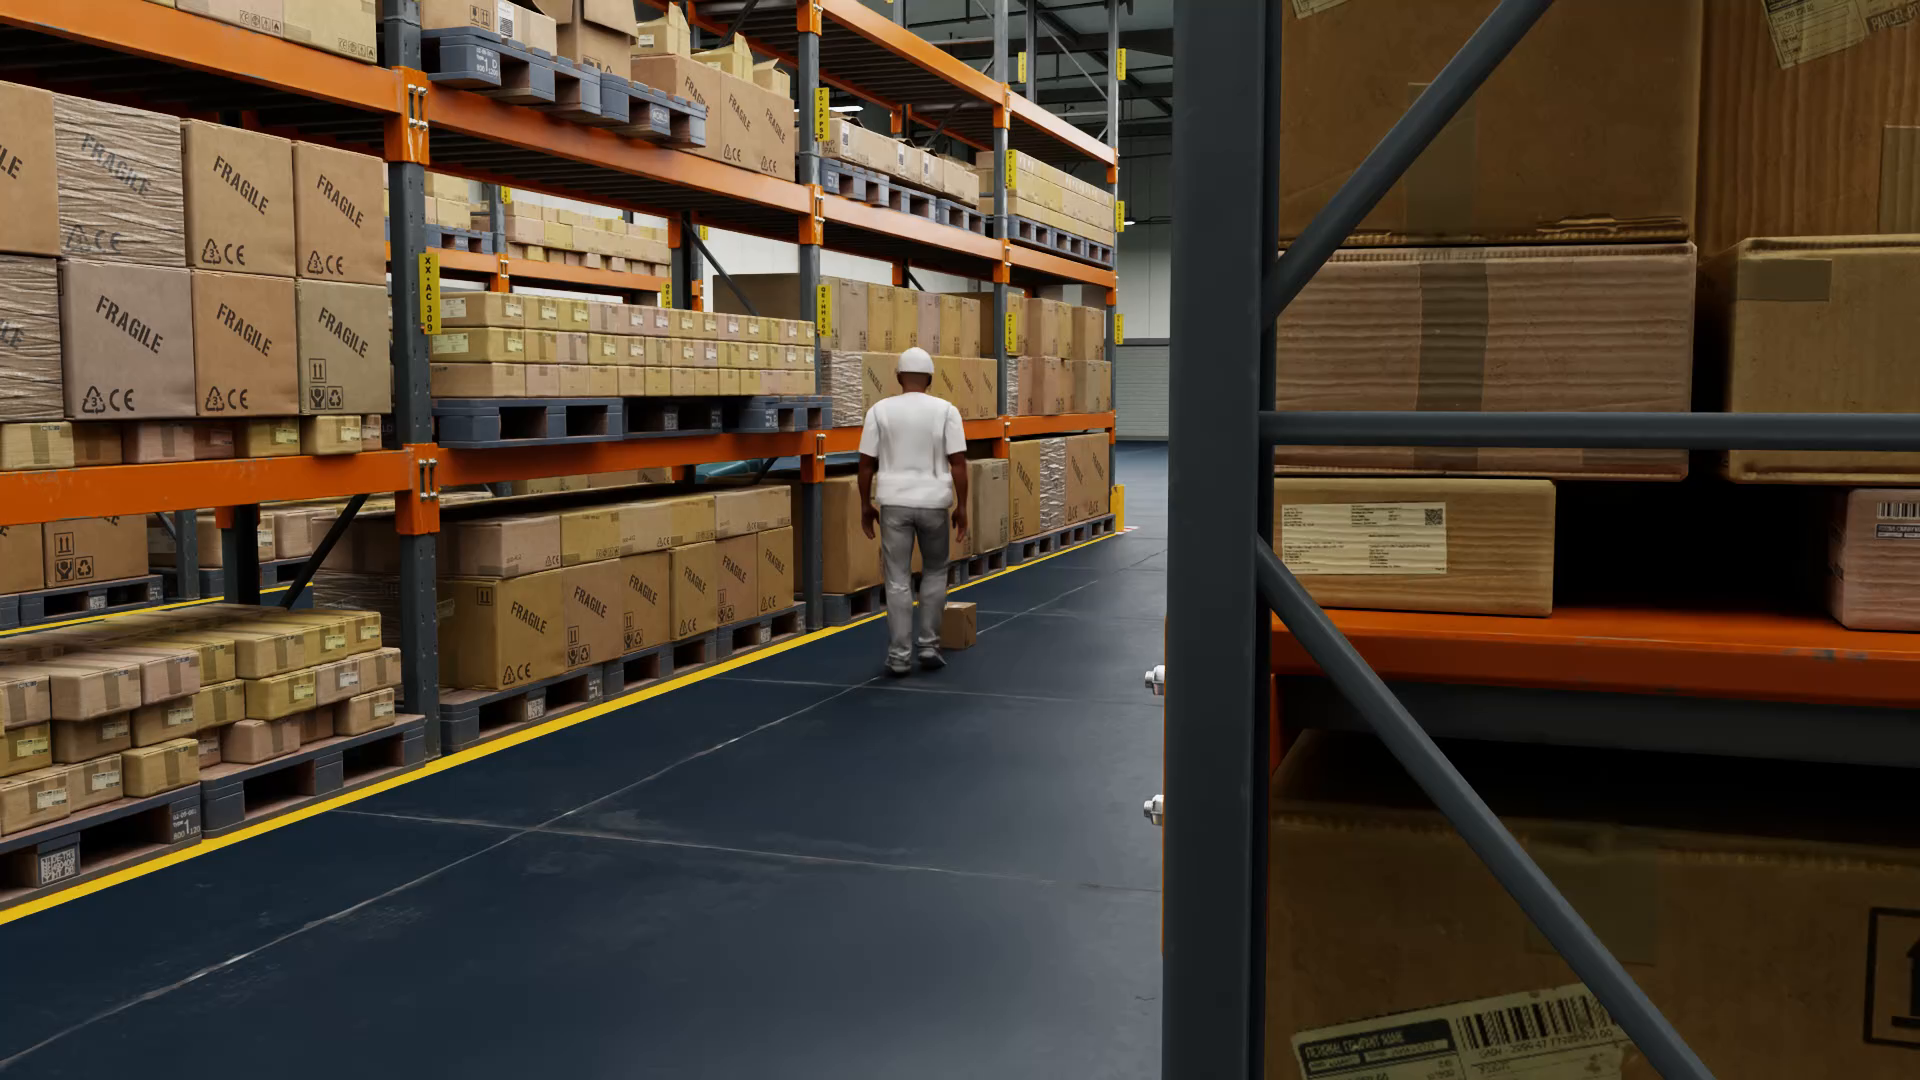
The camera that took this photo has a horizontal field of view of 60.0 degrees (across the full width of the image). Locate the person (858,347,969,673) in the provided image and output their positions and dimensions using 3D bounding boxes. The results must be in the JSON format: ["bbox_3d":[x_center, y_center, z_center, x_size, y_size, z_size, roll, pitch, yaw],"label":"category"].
[{"bbox_3d":[-0.258,-0.150,9.104,0.595,1.802,0.515,0,5,-5],"label":"person"}]
